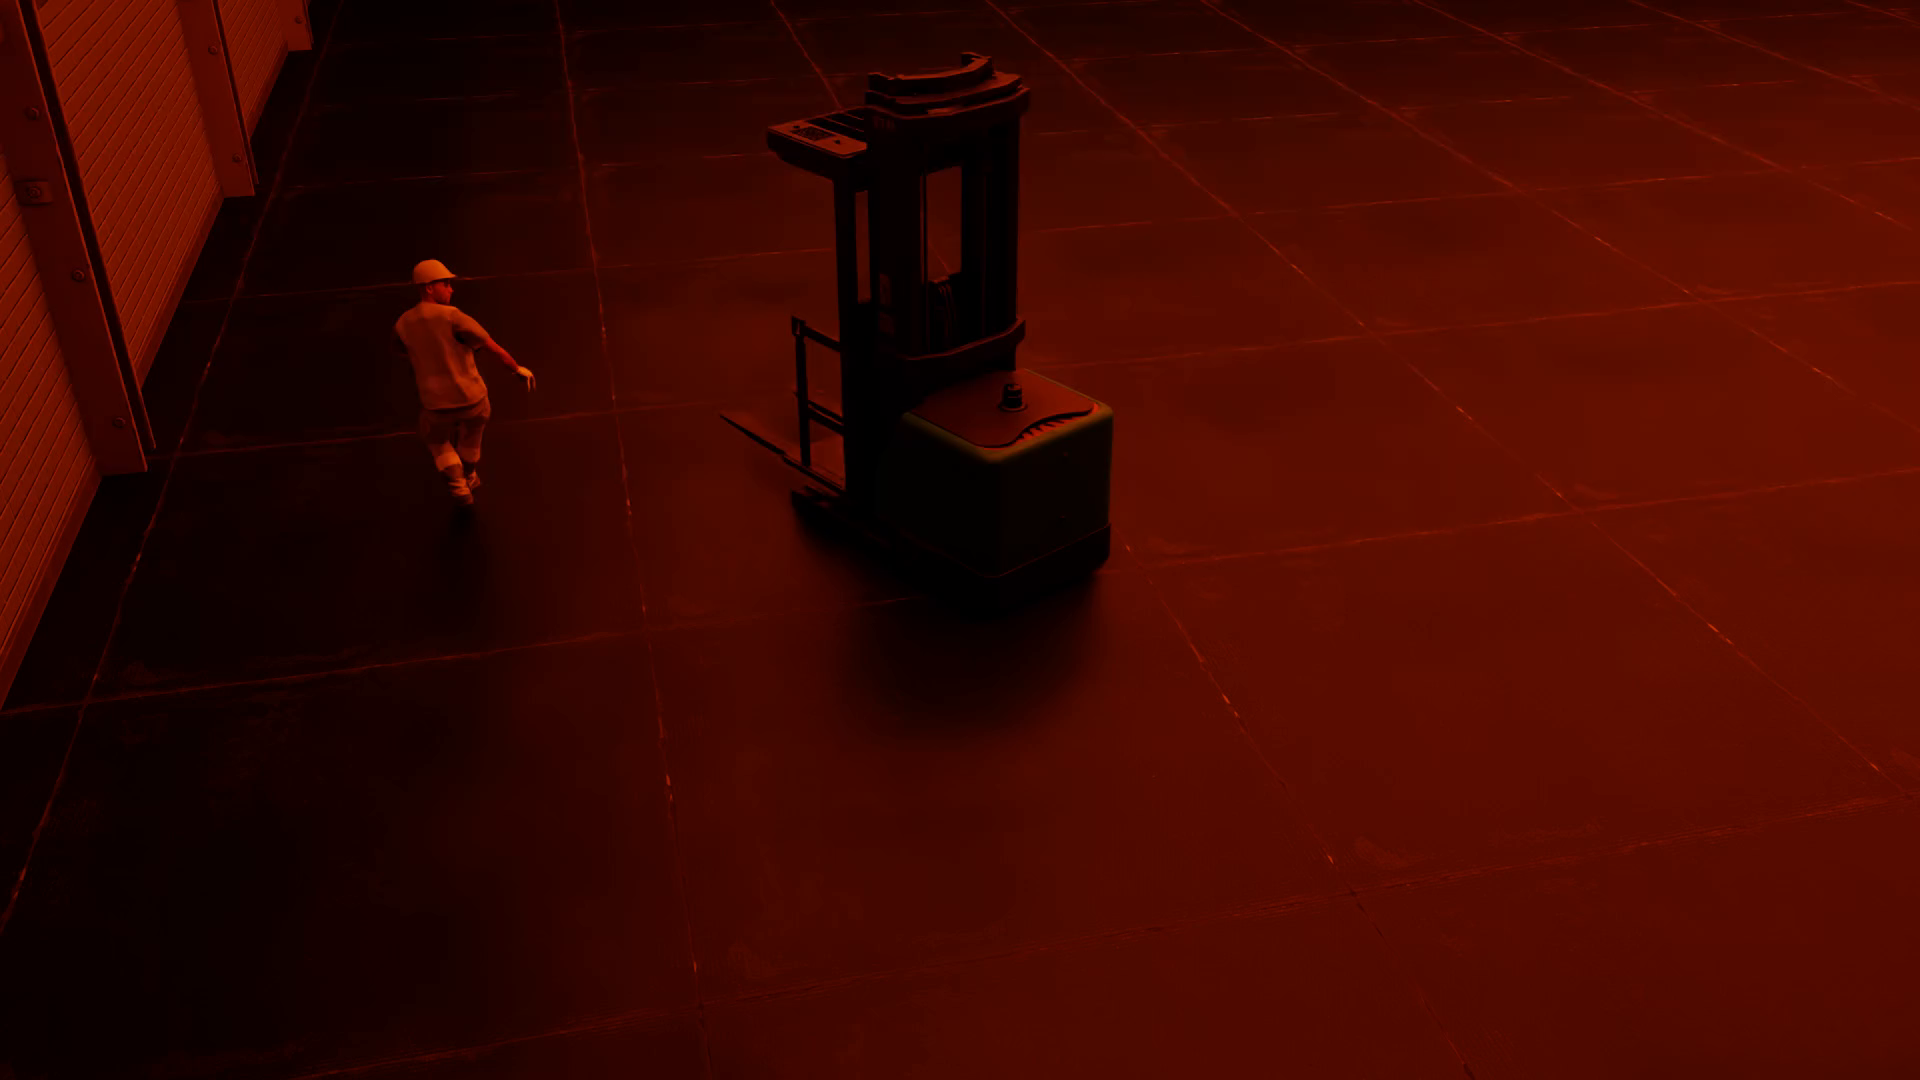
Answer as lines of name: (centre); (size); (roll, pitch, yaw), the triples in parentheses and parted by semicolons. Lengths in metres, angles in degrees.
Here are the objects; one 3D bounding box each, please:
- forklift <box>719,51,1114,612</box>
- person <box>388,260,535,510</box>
forklift: (-0.436, -1.507, 10.178); (1.130, 2.935, 3.031); (-24, 38, -35)
person: (-3.155, -1.009, 10.604); (0.895, 1.644, 0.852); (-3, 30, -6)
